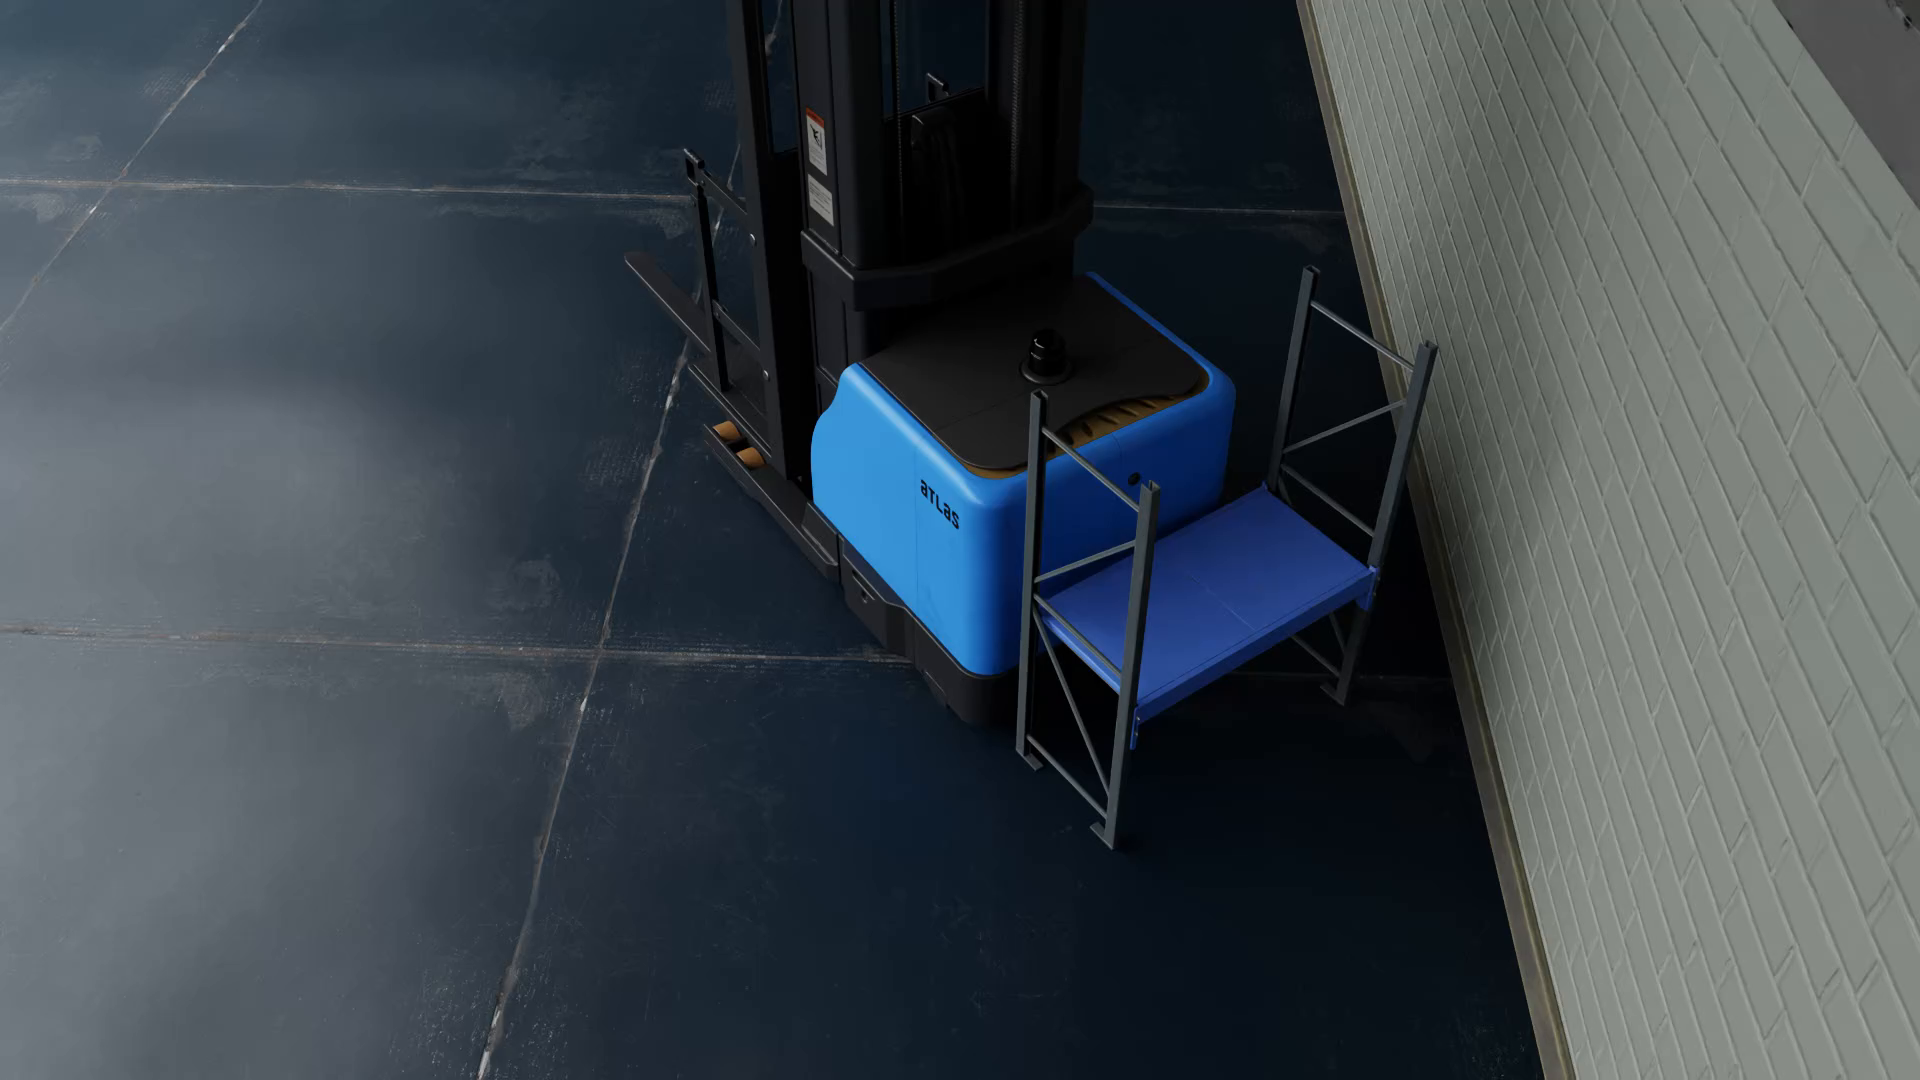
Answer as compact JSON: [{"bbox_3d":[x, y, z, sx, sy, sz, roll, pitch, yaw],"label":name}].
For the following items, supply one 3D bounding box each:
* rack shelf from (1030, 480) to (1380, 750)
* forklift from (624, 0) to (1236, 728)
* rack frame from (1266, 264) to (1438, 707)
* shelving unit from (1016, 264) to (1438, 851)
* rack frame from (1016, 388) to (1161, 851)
[{"bbox_3d":[0.757,0.210,5.186,1.000,0.185,0.538,-26,49,-25],"label":"rack shelf"},{"bbox_3d":[-0.350,-1.429,5.633,1.130,2.935,3.031,-25,48,-24],"label":"forklift"},{"bbox_3d":[1.169,-0.125,5.281,0.032,1.500,0.500,-26,49,-25],"label":"rack frame"},{"bbox_3d":[0.758,0.079,5.063,1.048,1.500,0.538,-26,49,-25],"label":"shelving unit"},{"bbox_3d":[0.346,0.282,4.845,0.032,1.500,0.500,-26,49,-25],"label":"rack frame"}]
